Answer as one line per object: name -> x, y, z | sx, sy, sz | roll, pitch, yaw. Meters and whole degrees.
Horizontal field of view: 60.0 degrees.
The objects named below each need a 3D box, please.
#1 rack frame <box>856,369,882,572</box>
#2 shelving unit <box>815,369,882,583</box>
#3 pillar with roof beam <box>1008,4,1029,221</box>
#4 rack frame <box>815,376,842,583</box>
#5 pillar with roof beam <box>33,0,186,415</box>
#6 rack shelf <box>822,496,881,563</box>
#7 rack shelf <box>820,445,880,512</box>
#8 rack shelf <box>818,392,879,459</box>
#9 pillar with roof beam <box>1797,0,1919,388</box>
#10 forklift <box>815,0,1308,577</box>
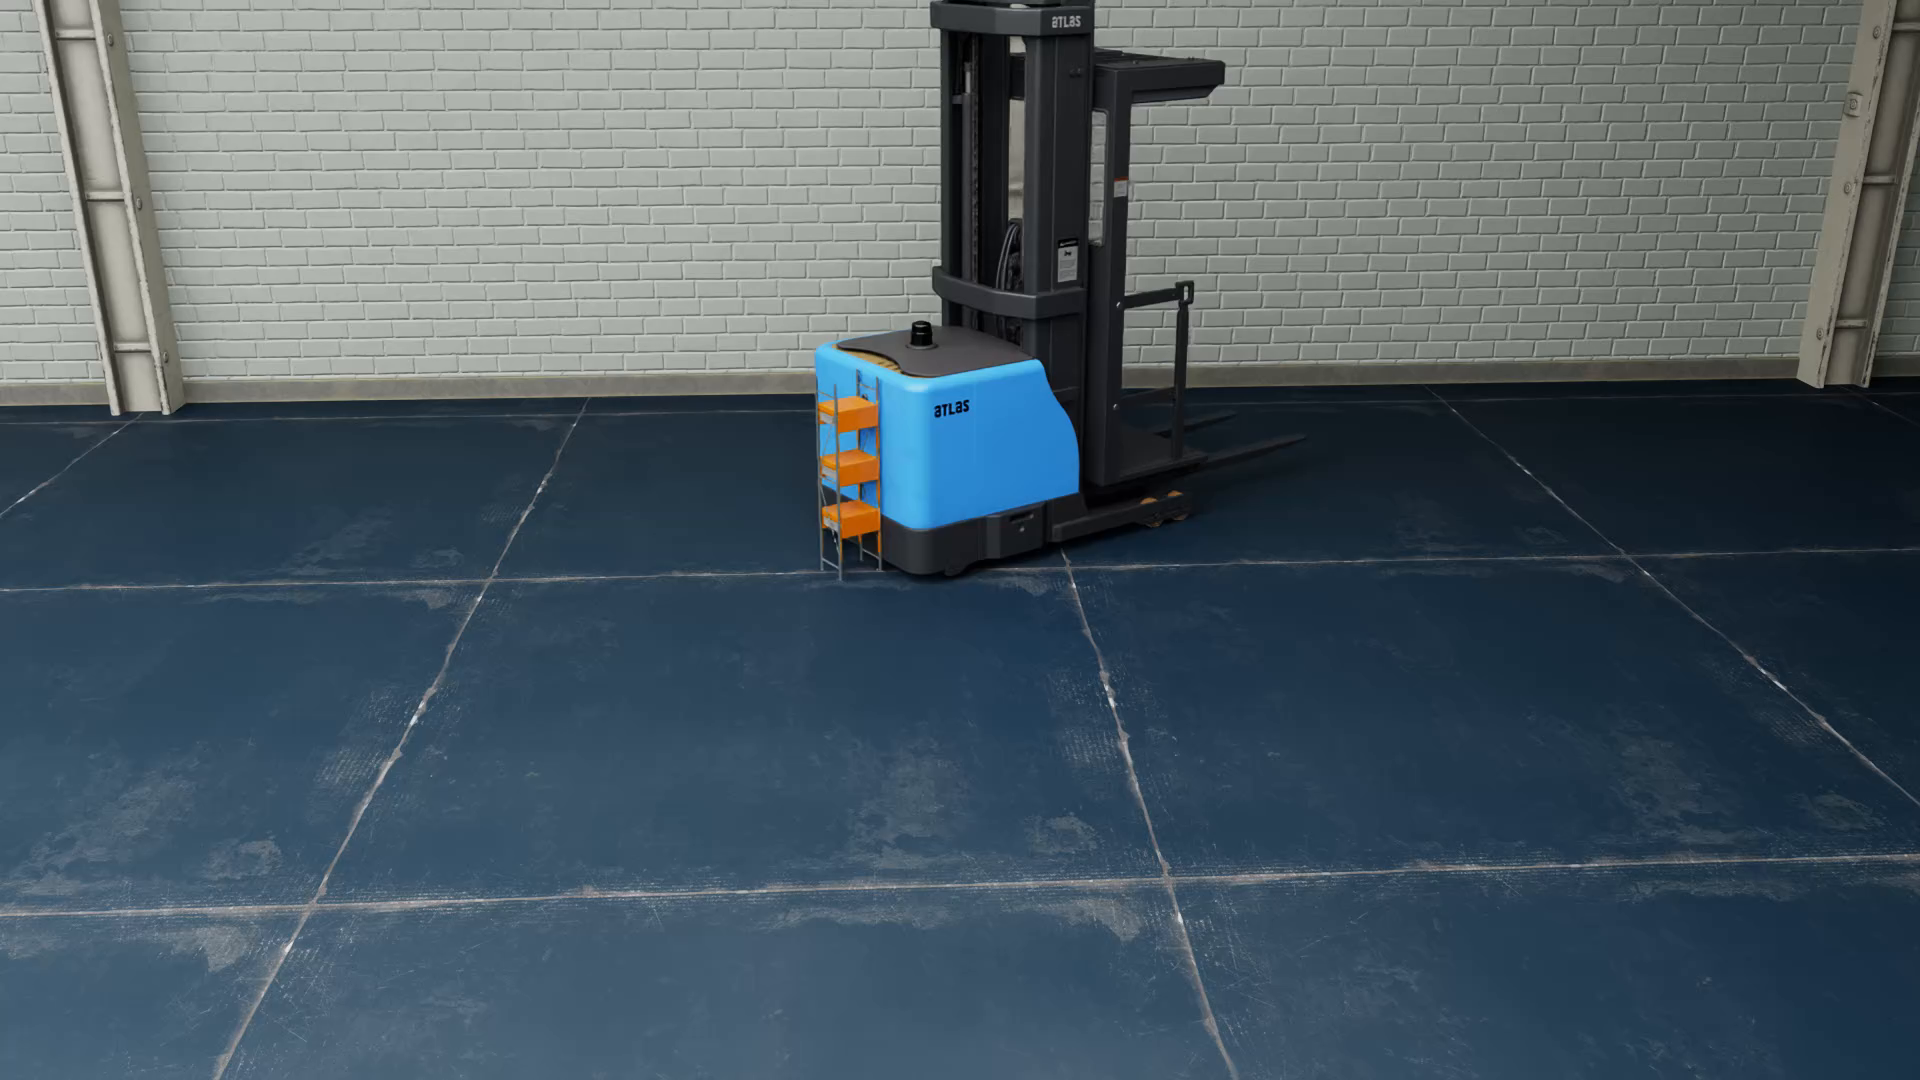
rack frame -> -0.469, -0.351, 8.567 | 0.008, 1.050, 0.200 | -14, 25, -33
shelving unit -> -0.568, -0.326, 8.501 | 0.252, 1.050, 0.215 | -14, 25, -33
pillar with roof beam -> 0.625, -3.710, 6.217 | 0.400, 9.000, 9.100 | -1, 21, -3
rack frame -> -0.667, -0.300, 8.435 | 0.008, 1.050, 0.200 | -14, 25, -33
pillar with roof beam -> -5.365, -3.588, 5.897 | 0.400, 9.000, 9.100 | -1, 21, -3
rack shelf -> -0.568, -0.056, 8.604 | 0.240, 0.259, 0.215 | -14, 25, -33
rack shelf -> -0.568, -0.316, 8.505 | 0.240, 0.259, 0.215 | -14, 25, -33
rack shelf -> -0.568, -0.581, 8.404 | 0.240, 0.259, 0.215 | -14, 25, -33
pillar with roof beam -> 6.615, -3.831, 6.537 | 0.400, 9.000, 9.100 | -1, 21, -3
forklift -> 0.707, -1.577, 9.143 | 3.031, 2.935, 1.130 | -14, 25, -33
